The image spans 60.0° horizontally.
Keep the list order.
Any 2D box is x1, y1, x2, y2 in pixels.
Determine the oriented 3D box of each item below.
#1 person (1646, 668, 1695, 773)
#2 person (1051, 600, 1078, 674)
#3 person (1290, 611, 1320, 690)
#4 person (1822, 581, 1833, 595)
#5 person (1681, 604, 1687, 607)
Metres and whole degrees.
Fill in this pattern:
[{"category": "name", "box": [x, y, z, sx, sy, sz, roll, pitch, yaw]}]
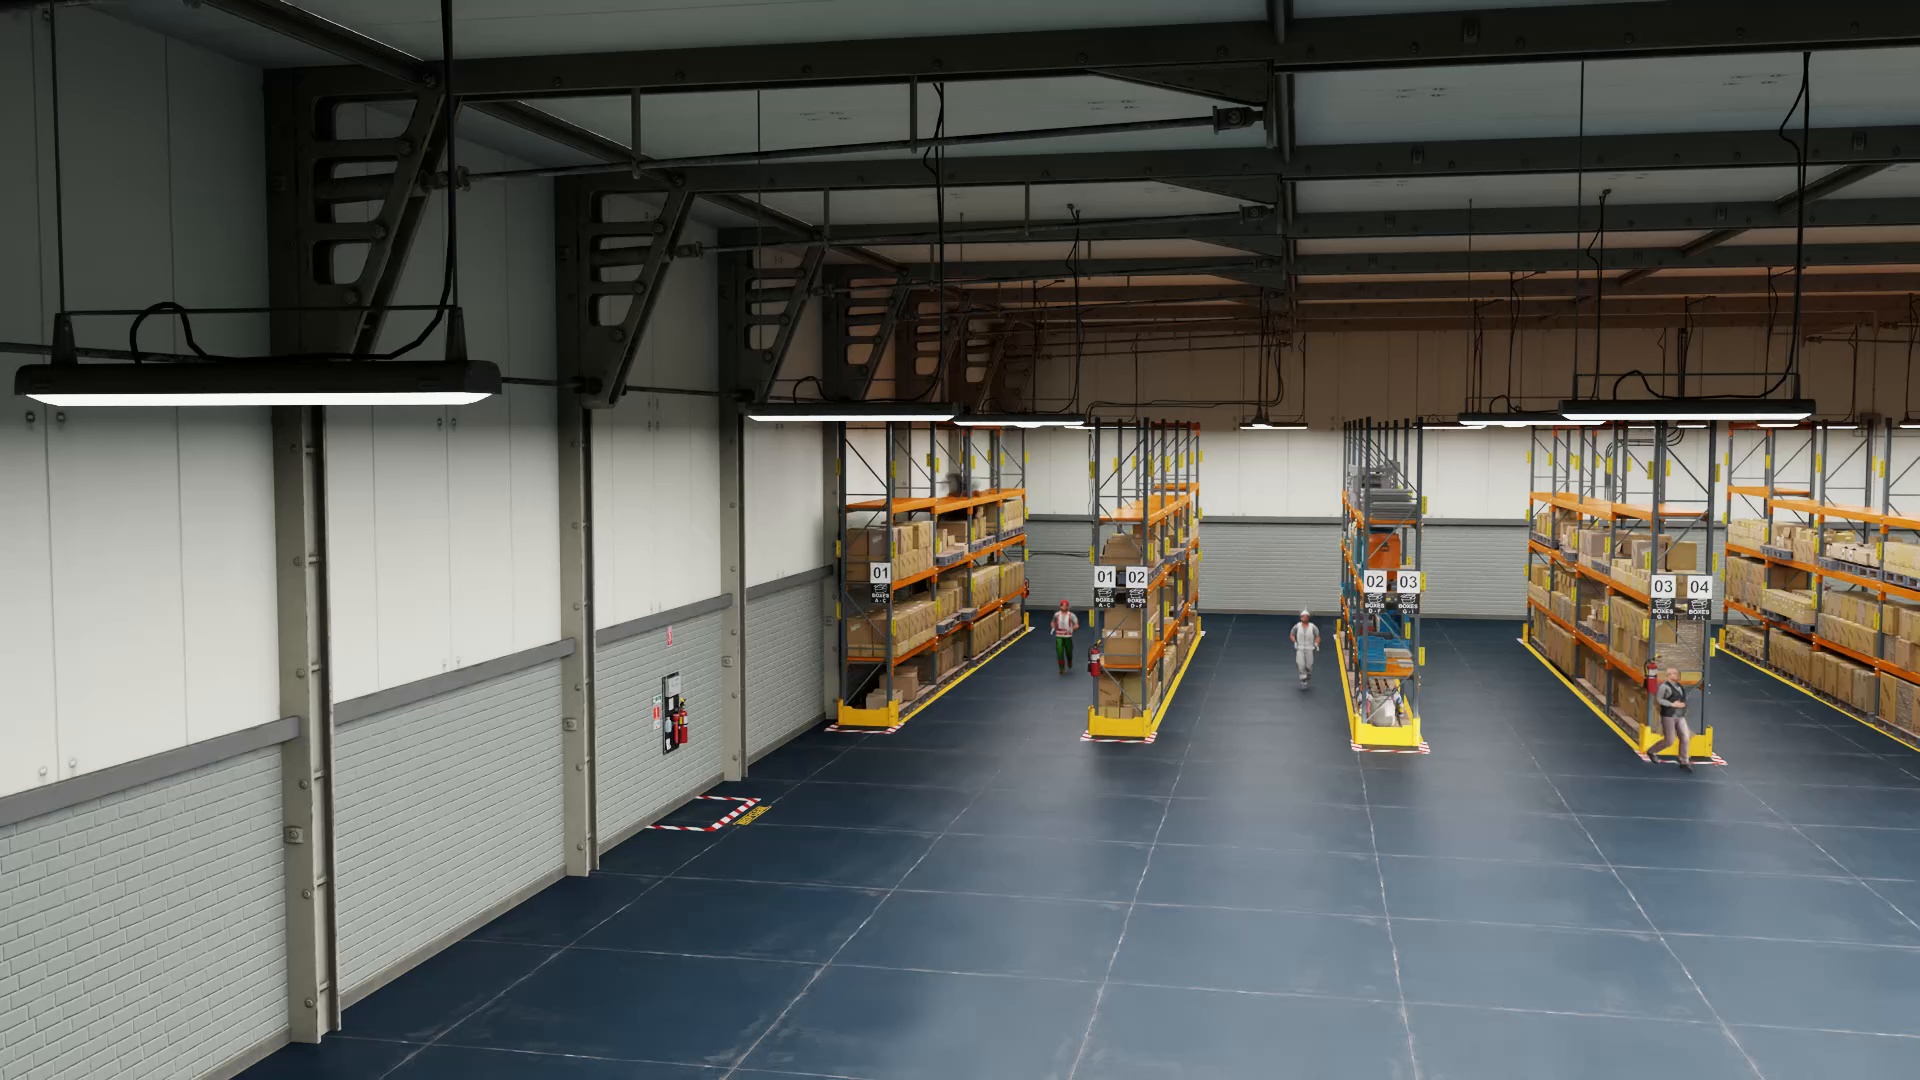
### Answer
[{"category": "person", "box": [12.064, 3.034, 28.196, 0.666, 1.743, 0.824, -2, 4, -28]}, {"category": "person", "box": [2.469, 2.292, 39.430, 0.664, 1.751, 0.794, 1, 4, 12]}, {"category": "person", "box": [7.702, 2.448, 37.169, 0.656, 1.745, 0.615, 1, 4, 13]}, {"category": "person", "box": [23.266, 1.973, 44.680, 0.742, 1.754, 0.560, 0, 4, 7]}, {"category": "person", "box": [18.601, 2.103, 42.321, 0.719, 1.738, 0.581, 1, 4, 13]}]
